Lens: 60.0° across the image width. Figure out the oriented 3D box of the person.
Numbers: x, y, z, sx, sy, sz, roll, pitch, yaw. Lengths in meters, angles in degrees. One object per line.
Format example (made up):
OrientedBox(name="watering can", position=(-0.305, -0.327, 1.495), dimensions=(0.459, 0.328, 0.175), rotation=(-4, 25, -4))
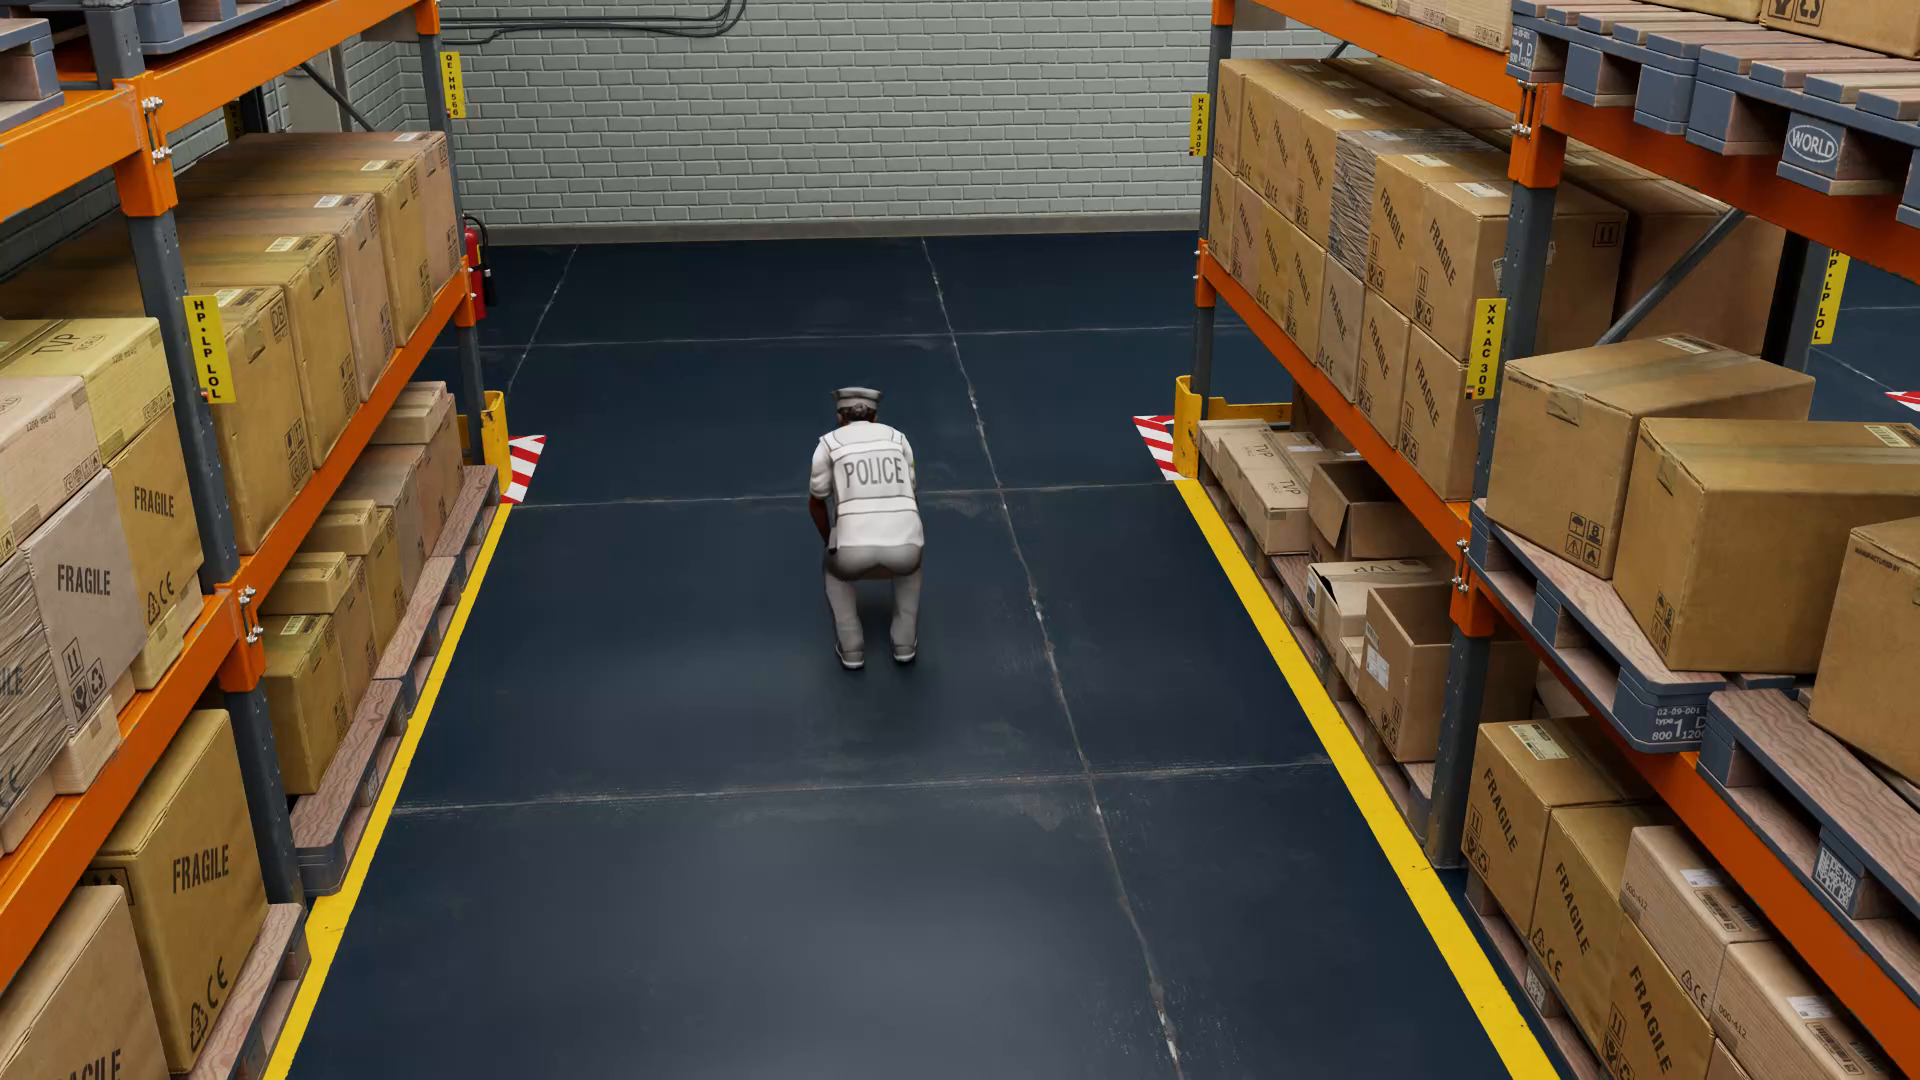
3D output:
OrientedBox(name="person", position=(-0.415, -0.049, 7.328), dimensions=(0.496, 1.170, 0.805), rotation=(-2, 24, -5))
